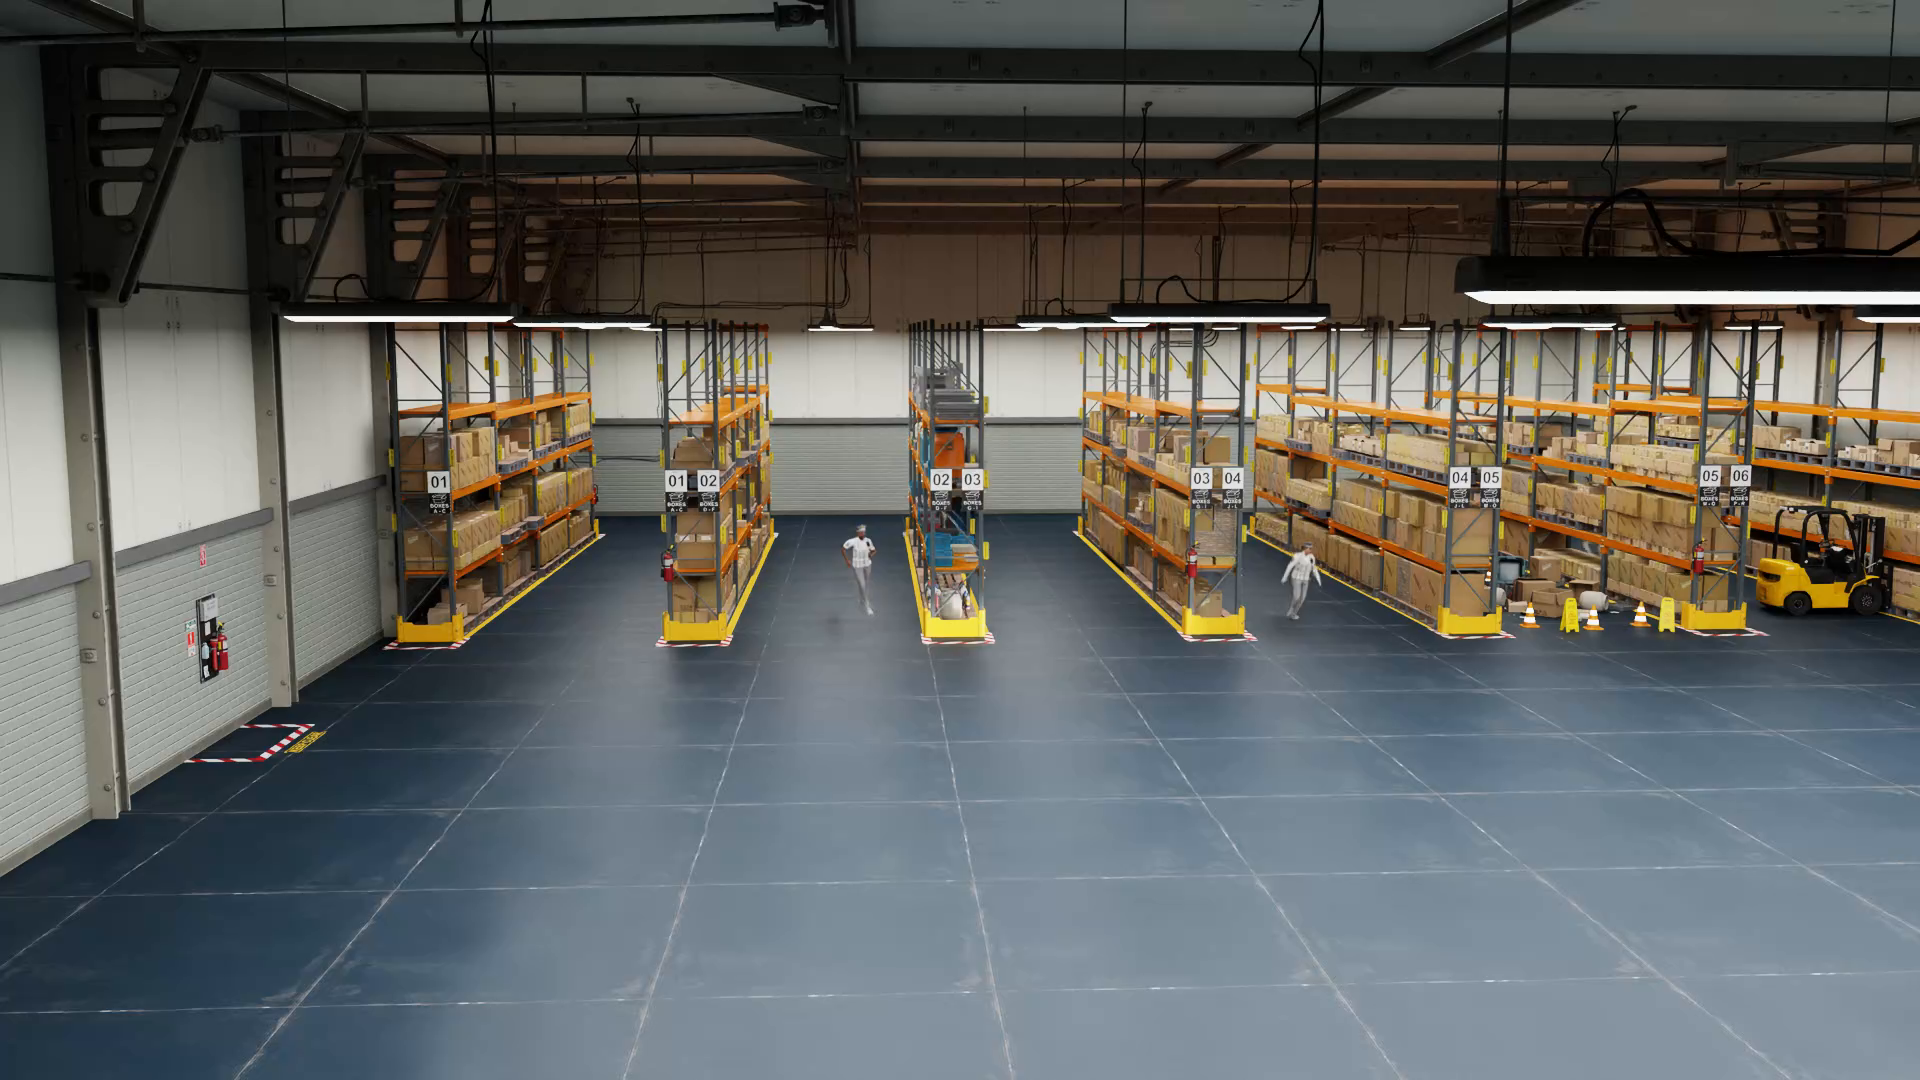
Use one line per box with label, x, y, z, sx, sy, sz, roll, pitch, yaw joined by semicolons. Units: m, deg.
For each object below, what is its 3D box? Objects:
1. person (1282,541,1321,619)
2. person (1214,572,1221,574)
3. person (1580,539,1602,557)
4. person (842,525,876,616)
person;6.861;0.810;33.324;0.614;1.604;0.615;-3;8;-21
person;6.251;-0.055;39.969;0.652;1.713;0.712;-2;7;-18
person;16.033;-0.324;42.043;0.625;1.725;1.012;-1;7;-10
person;-1.958;0.571;32.746;0.664;1.771;0.722;-4;8;-27
